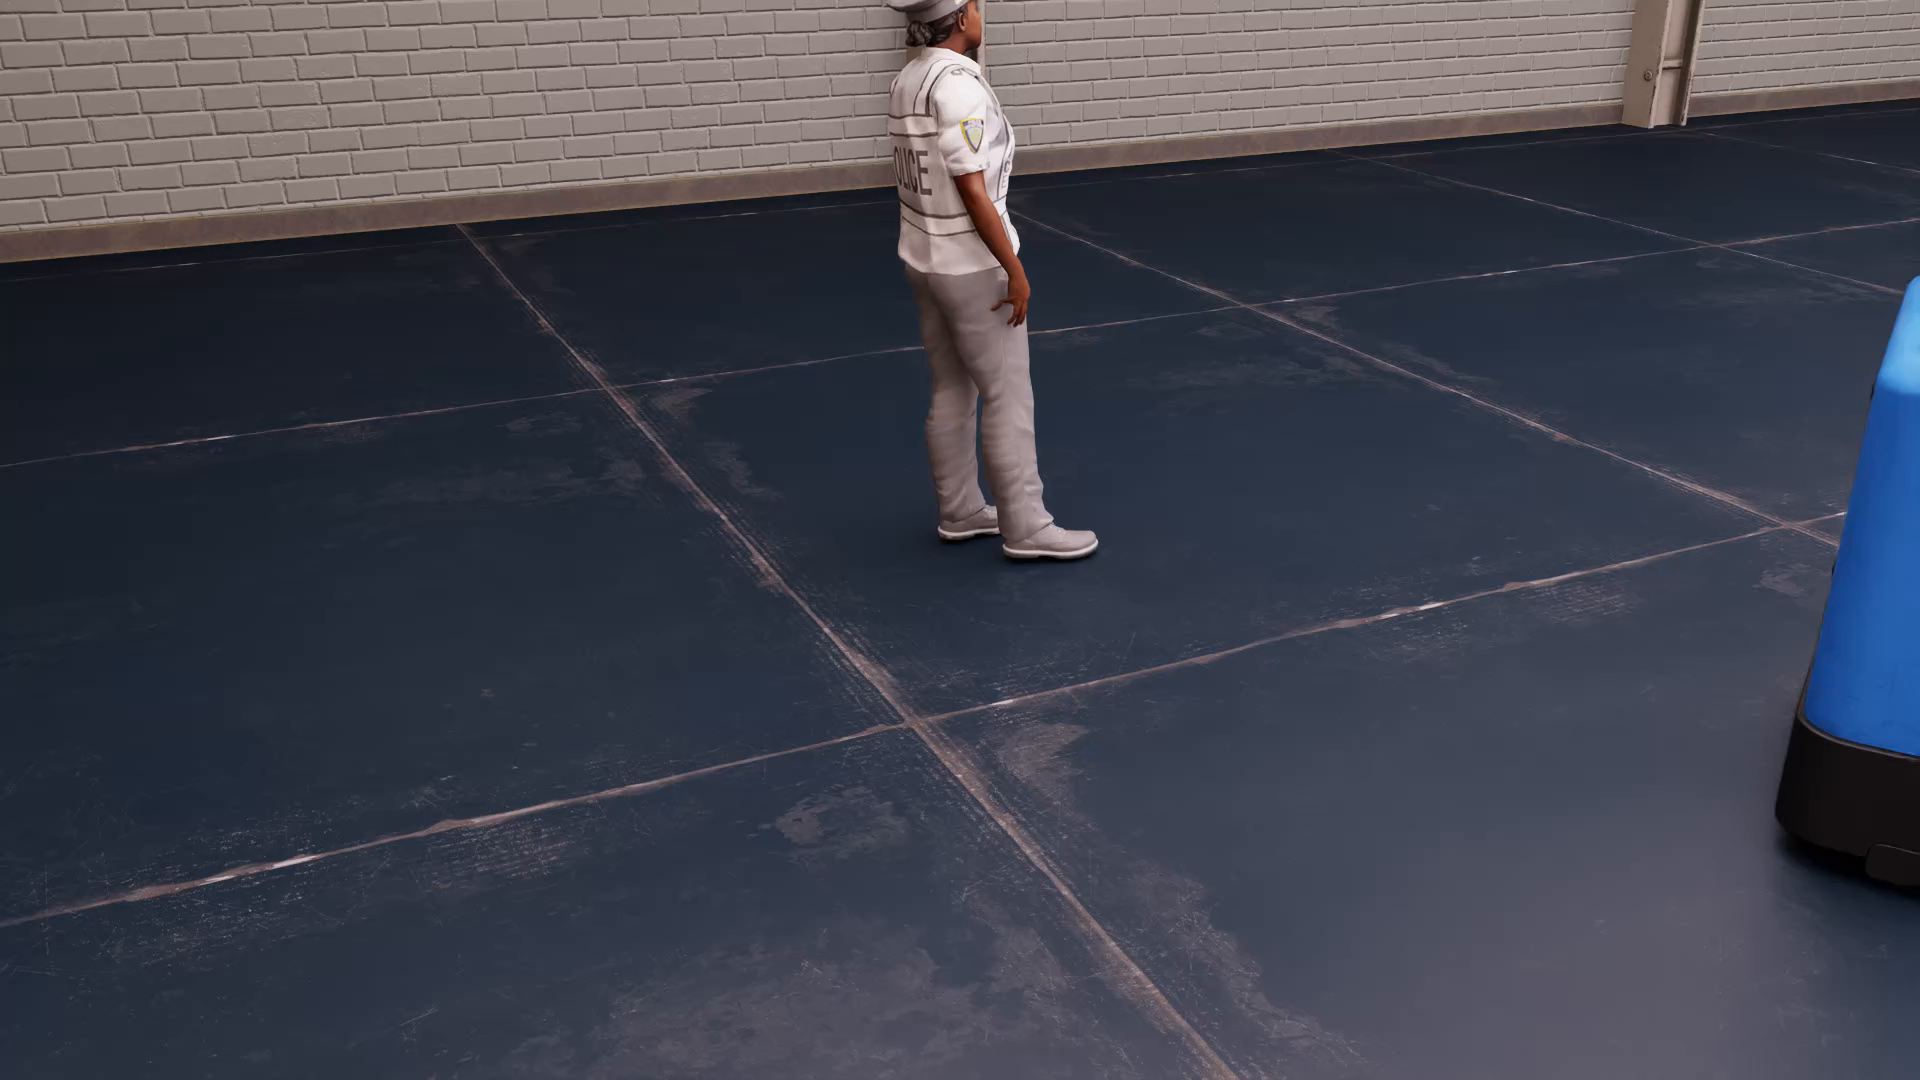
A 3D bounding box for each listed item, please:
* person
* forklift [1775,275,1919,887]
[{"bbox_3d":[0.076,-0.795,4.792,0.528,1.697,0.570,-10,25,-23],"label":"person"},{"bbox_3d":[3.247,-0.549,2.608,3.031,2.935,1.130,13,26,29],"label":"forklift"}]
